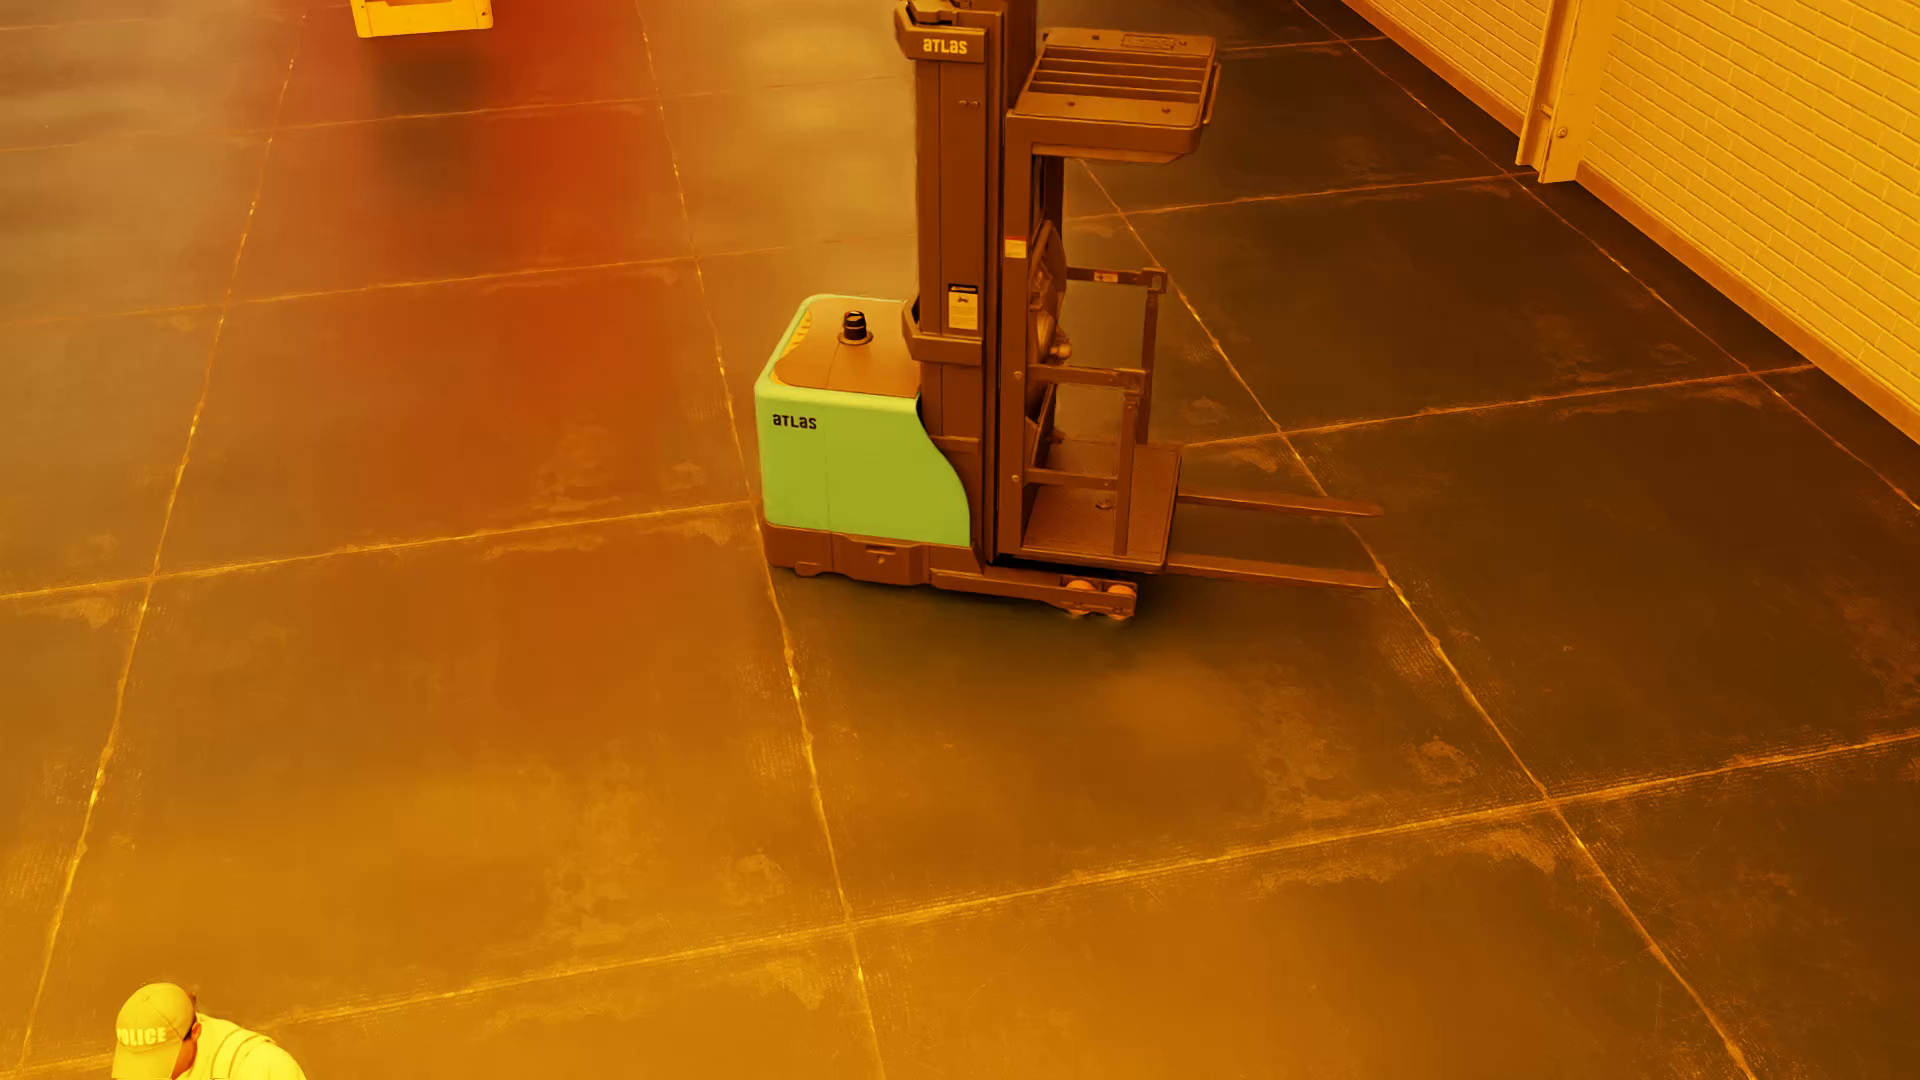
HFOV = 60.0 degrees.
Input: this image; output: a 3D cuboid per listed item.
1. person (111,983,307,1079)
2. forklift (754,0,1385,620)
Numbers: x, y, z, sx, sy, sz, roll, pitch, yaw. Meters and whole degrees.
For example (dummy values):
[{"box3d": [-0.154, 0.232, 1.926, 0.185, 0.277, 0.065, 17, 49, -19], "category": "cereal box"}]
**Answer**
[{"box3d": [-2.021, 1.818, 4.630, 0.636, 1.645, 0.463, 3, 36, 4], "category": "person"}, {"box3d": [0.588, -1.145, 7.641, 3.031, 2.935, 1.130, 6, 36, 9], "category": "forklift"}]
